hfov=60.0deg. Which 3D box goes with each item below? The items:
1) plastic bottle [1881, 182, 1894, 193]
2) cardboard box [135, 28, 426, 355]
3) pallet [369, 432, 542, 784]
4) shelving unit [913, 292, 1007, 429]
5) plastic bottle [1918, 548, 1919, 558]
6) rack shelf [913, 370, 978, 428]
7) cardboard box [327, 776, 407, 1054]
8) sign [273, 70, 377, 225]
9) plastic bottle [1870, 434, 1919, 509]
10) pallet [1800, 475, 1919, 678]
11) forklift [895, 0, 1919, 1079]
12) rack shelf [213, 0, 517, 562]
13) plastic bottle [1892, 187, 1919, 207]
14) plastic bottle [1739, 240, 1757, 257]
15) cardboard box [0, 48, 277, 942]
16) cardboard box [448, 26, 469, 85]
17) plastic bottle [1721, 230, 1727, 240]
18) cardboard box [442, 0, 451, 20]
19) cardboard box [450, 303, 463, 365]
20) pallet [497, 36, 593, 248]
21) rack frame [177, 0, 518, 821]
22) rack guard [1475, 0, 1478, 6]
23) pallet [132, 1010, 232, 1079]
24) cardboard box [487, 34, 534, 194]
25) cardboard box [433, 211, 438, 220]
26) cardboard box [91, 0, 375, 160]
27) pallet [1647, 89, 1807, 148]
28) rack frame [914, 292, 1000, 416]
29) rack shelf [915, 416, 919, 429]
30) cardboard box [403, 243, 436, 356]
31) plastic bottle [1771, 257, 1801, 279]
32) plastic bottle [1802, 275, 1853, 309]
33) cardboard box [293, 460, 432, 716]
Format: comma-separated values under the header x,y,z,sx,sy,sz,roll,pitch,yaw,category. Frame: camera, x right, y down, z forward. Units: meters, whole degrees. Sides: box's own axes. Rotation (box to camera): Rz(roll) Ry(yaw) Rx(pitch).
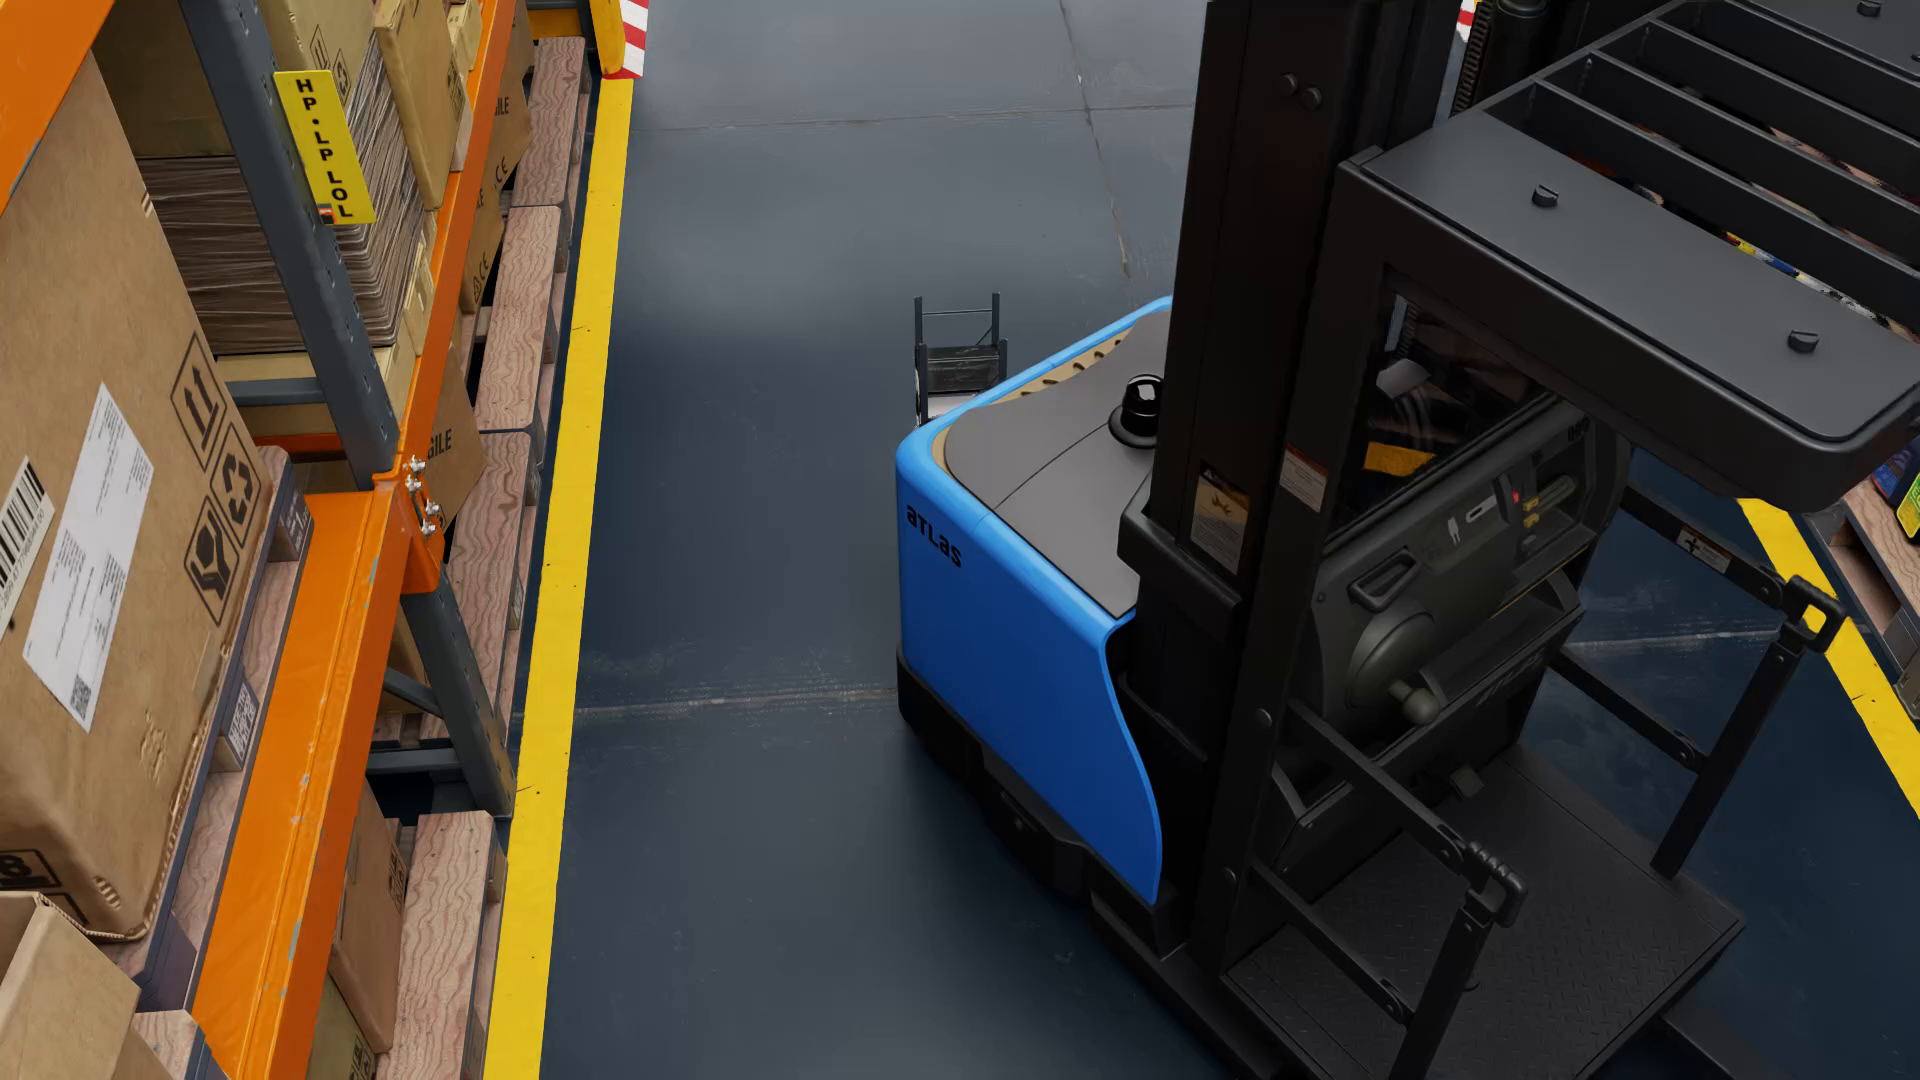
x,y,z,sx,sy,sz,roll,pitch,yaw,category
3.471,-1.366,6.102,0.097,0.201,0.097,0,47,0,plastic bottle
-1.697,-0.750,3.621,0.875,0.500,0.500,-3,47,-3,cardboard box
-1.812,0.191,4.924,1.003,0.211,1.213,-3,47,-3,pallet
0.001,-0.304,4.918,0.258,0.900,0.210,-3,47,-3,shelving unit
2.874,-0.018,4.825,0.097,0.201,0.097,0,47,0,plastic bottle
0.001,-0.404,4.811,0.258,0.077,0.200,-3,47,-3,rack shelf
-1.691,0.870,3.779,0.700,0.500,0.500,-7,47,-6,cardboard box
-1.168,-0.719,3.067,0.100,0.325,0.005,-3,47,-3,sign
2.874,-0.274,4.965,0.144,0.351,0.185,-5,47,-4,plastic bottle
3.200,-0.115,5.213,1.003,0.211,1.213,-3,47,-3,pallet
1.141,0.108,3.129,1.130,2.935,3.031,-30,54,-26,forklift
-1.888,-1.484,5.085,1.077,0.370,4.000,-3,47,-3,rack shelf
3.358,-1.204,5.892,0.061,0.283,0.133,-3,47,-3,plastic bottle
2.758,-1.041,5.746,0.097,0.271,0.097,0,47,0,plastic bottle
-1.794,-0.052,2.531,1.000,1.000,1.000,-3,47,-3,cardboard box
-1.568,-1.275,4.564,0.380,0.149,0.250,-3,47,-3,cardboard box
2.722,-1.201,5.889,0.061,0.283,0.133,-3,47,-3,plastic bottle
-1.846,-1.470,4.302,0.875,0.500,0.500,-3,47,-3,cardboard box
-1.900,-0.719,5.298,0.500,0.500,0.500,-7,47,-7,cardboard box
-2.016,-1.575,6.596,1.003,0.211,1.213,-3,47,-3,pallet
-1.721,-0.284,3.453,1.000,3.000,0.127,-3,47,-3,rack frame
2.933,-2.568,7.337,1.175,0.500,0.348,-3,47,-3,rack guard
-1.592,1.246,2.136,1.003,0.211,1.213,-3,47,-3,pallet
-1.936,-1.580,6.113,0.500,0.500,0.500,8,47,7,cardboard box
-1.526,-0.913,4.222,0.380,0.149,0.250,-3,47,-3,cardboard box
-1.505,-1.106,3.269,0.500,0.500,0.500,-3,47,-3,cardboard box
2.996,-1.880,6.885,1.003,0.211,1.213,-3,47,-3,pallet
-0.008,-0.377,4.987,0.240,0.900,0.006,-3,47,-3,rack frame
0.001,-0.281,4.942,0.258,0.077,0.200,-3,47,-3,rack shelf
-1.447,-0.553,3.881,0.380,0.149,0.250,-3,47,-3,cardboard box
2.775,-0.895,5.608,0.097,0.271,0.097,0,47,0,plastic bottle
2.821,-0.739,5.457,0.152,0.276,0.135,-3,47,-3,plastic bottle
-1.714,0.139,4.485,0.500,0.500,0.500,-5,47,-5,cardboard box
